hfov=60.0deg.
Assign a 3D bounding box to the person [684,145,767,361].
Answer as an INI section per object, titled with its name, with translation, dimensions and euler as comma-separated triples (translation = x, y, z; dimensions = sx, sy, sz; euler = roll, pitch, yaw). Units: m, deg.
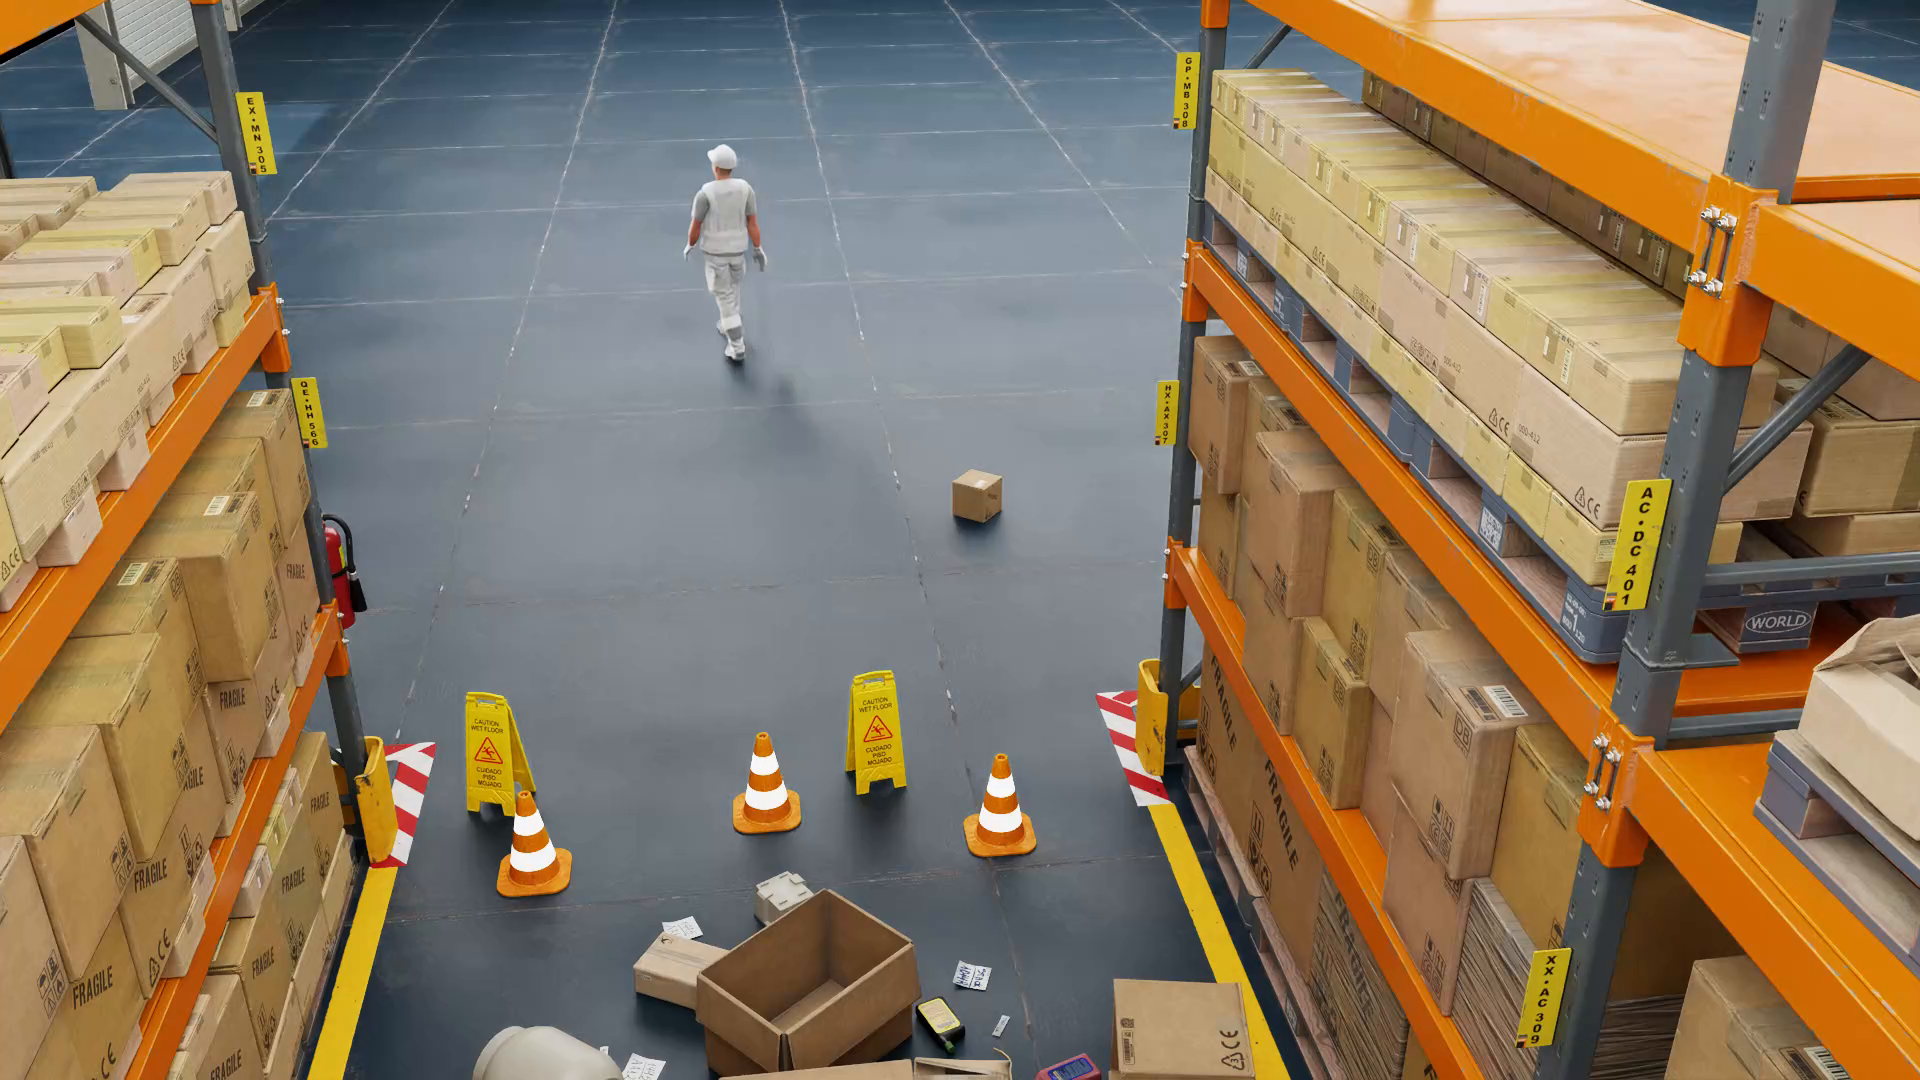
[person]
translation = -2.007, -2.462, 13.895
dimensions = 0.591, 1.736, 0.960
euler = -15, 31, -28
